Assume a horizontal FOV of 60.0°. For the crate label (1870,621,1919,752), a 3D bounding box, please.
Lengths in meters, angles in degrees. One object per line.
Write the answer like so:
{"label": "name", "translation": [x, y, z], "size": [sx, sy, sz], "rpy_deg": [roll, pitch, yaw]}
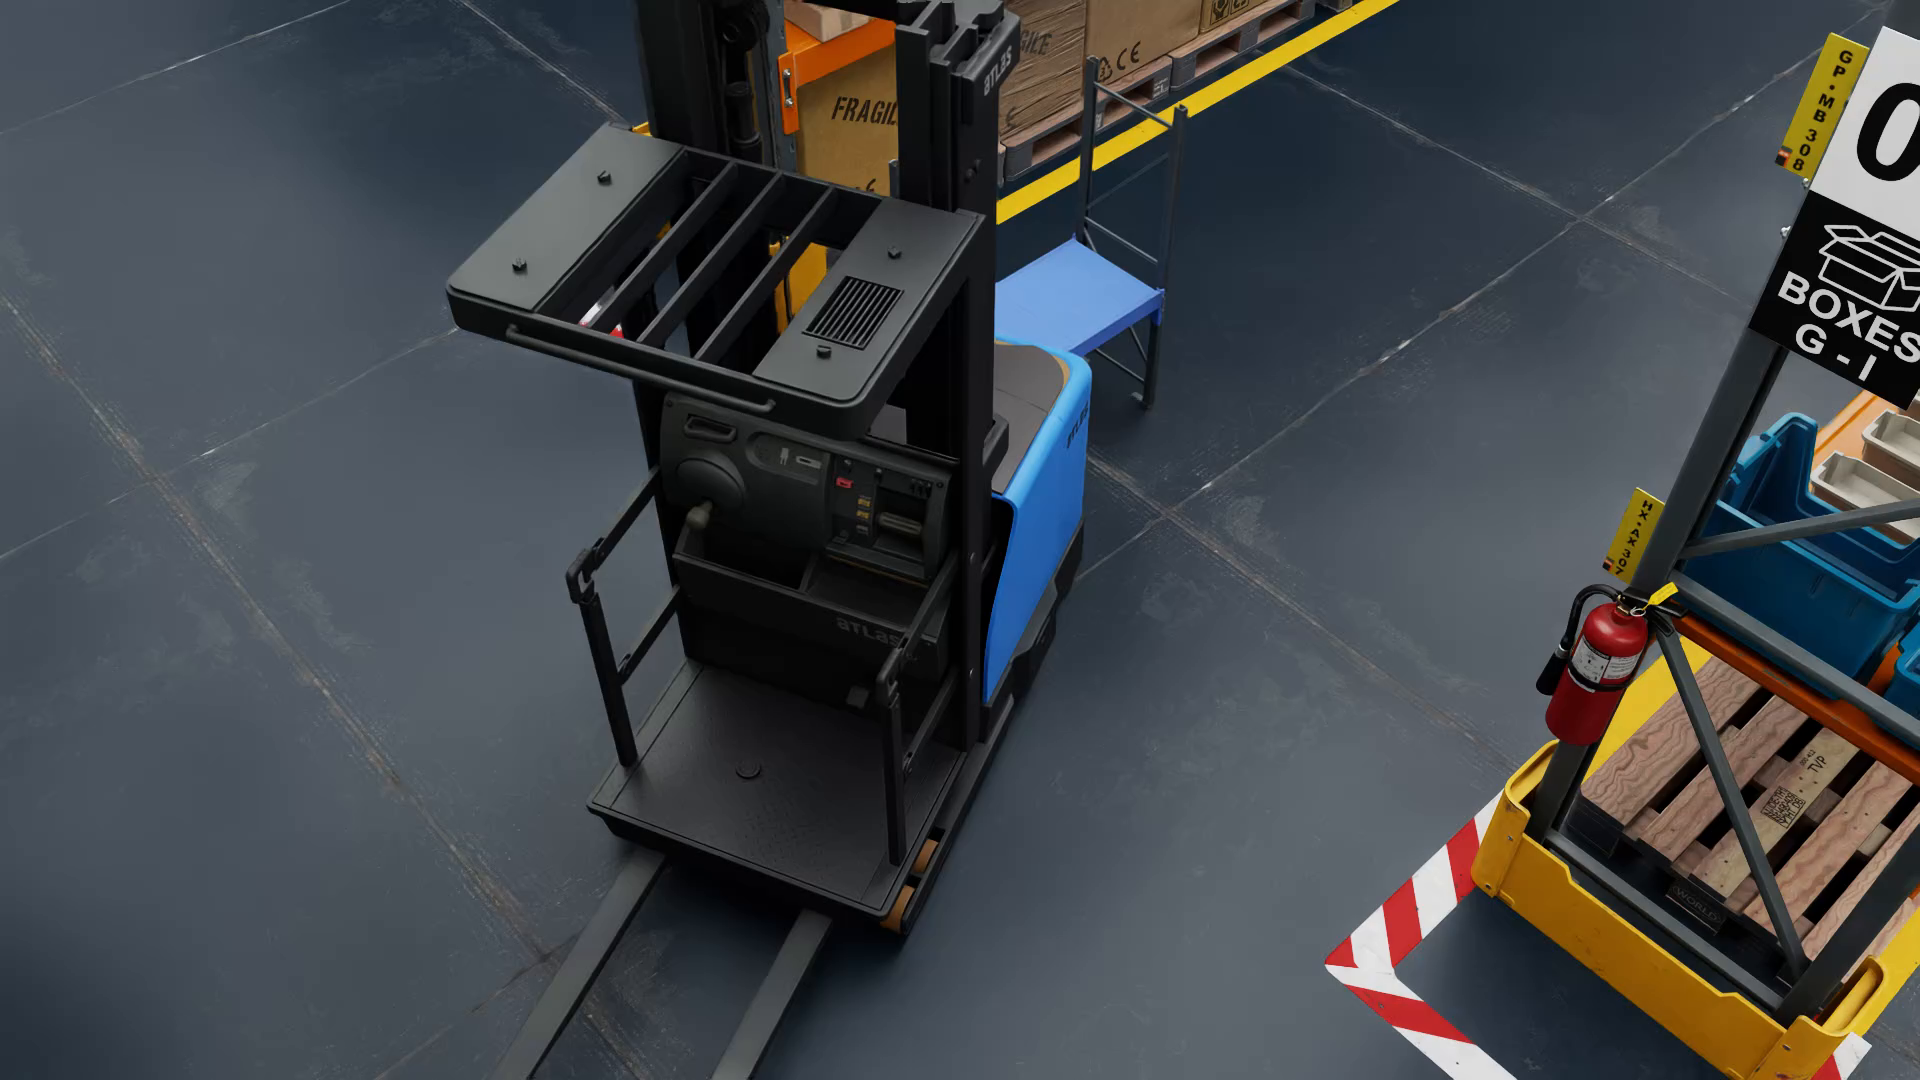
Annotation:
{"label": "crate label", "translation": [2.654, 0.434, 4.382], "size": [0.303, 0.233, 0.416], "rpy_deg": [-34, 56, -27]}

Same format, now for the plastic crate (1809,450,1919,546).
{"label": "plastic crate", "translation": [2.731, -0.092, 4.932], "size": [0.243, 0.136, 0.396], "rpy_deg": [-34, 56, -27]}

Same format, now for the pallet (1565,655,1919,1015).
{"label": "pallet", "translation": [2.886, 0.900, 5.776], "size": [1.213, 0.211, 1.003], "rpy_deg": [-34, 56, -27]}

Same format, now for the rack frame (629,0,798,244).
{"label": "rack frame", "translation": [-1.082, -2.353, 6.880], "size": [0.127, 3.000, 1.000], "rpy_deg": [-34, 56, -27]}

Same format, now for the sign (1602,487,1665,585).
{"label": "sign", "translation": [1.868, -0.006, 4.603], "size": [0.005, 0.325, 0.100], "rpy_deg": [-34, 56, -27]}

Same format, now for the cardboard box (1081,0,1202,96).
{"label": "cardboard box", "translation": [0.669, -3.024, 8.660], "size": [0.875, 0.875, 0.875], "rpy_deg": [-34, 56, -27]}

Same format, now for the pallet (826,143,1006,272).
{"label": "pallet", "translation": [-0.543, -1.845, 8.309], "size": [1.213, 0.211, 1.003], "rpy_deg": [-34, 56, -27]}

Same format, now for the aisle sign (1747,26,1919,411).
{"label": "aisle sign", "translation": [1.999, -0.665, 3.553], "size": [0.004, 0.787, 0.394], "rpy_deg": [-34, 56, -27]}

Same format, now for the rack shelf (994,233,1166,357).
{"label": "rack shelf", "translation": [0.297, -0.852, 6.761], "size": [1.000, 0.185, 0.538], "rpy_deg": [-34, 56, -27]}

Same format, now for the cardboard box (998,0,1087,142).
{"label": "cardboard box", "translation": [0.011, -2.584, 8.254], "size": [0.875, 0.875, 0.875], "rpy_deg": [-34, 56, -27]}

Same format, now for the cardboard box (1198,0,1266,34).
{"label": "cardboard box", "translation": [1.335, -3.469, 9.070], "size": [0.875, 0.875, 0.875], "rpy_deg": [-34, 56, -27]}

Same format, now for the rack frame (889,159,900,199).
{"label": "rack frame", "translation": [-0.075, -0.720, 6.394], "size": [0.032, 1.500, 0.500], "rpy_deg": [-34, 56, -27]}

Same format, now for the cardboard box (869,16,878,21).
{"label": "cardboard box", "translation": [-0.409, -2.391, 7.086], "size": [0.250, 0.149, 0.380], "rpy_deg": [-35, 56, -28]}

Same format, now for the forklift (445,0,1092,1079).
{"label": "forklift", "translation": [-0.552, -0.051, 4.803], "size": [1.130, 2.935, 3.031], "rpy_deg": [17, 50, 15]}

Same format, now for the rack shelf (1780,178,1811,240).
{"label": "rack shelf", "translation": [3.729, -1.421, 4.469], "size": [4.000, 0.370, 1.077], "rpy_deg": [-34, 56, -27]}

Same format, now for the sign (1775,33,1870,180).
{"label": "sign", "translation": [1.868, -0.932, 3.599], "size": [0.005, 0.325, 0.100], "rpy_deg": [-34, 56, -27]}

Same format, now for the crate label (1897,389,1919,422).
{"label": "crate label", "translation": [3.145, -0.378, 5.197], "size": [0.243, 0.136, 0.396], "rpy_deg": [-34, 56, -27]}

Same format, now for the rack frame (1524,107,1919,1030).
{"label": "rack frame", "translation": [2.250, 0.341, 4.395], "size": [0.127, 3.000, 1.000], "rpy_deg": [-34, 56, -27]}

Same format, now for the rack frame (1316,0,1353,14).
{"label": "rack frame", "translation": [1.877, -4.330, 8.705], "size": [0.127, 3.000, 1.000], "rpy_deg": [-34, 56, -27]}

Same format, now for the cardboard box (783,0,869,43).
{"label": "cardboard box", "translation": [-0.598, -2.263, 6.968], "size": [0.250, 0.149, 0.380], "rpy_deg": [-33, 55, -27]}

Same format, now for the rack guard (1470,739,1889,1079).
{"label": "rack guard", "translation": [2.241, 1.207, 5.296], "size": [0.348, 0.500, 1.175], "rpy_deg": [-34, 56, -27]}

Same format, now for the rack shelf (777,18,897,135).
{"label": "rack shelf", "translation": [0.397, -3.097, 8.057], "size": [4.000, 0.370, 1.077], "rpy_deg": [-34, 56, -27]}

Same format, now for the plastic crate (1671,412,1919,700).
{"label": "plastic crate", "translation": [2.372, 0.041, 4.606], "size": [0.499, 0.435, 0.616], "rpy_deg": [-34, 56, -27]}

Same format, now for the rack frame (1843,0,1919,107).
{"label": "rack frame", "translation": [2.250, -1.694, 2.190], "size": [0.127, 3.000, 1.000], "rpy_deg": [-34, 56, -27]}

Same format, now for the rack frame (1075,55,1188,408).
{"label": "rack frame", "translation": [0.670, -1.228, 6.863], "size": [0.032, 1.500, 0.500], "rpy_deg": [-34, 56, -27]}

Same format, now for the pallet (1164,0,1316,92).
{"label": "pallet", "translation": [1.262, -3.051, 9.422], "size": [1.213, 0.211, 1.003], "rpy_deg": [-34, 56, -27]}

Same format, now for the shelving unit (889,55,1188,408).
{"label": "shelving unit", "translation": [0.297, -0.974, 6.628], "size": [1.048, 1.500, 0.538], "rpy_deg": [-34, 56, -27]}

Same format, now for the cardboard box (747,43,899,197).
{"label": "cardboard box", "translation": [-0.663, -2.134, 7.838], "size": [0.875, 0.875, 0.875], "rpy_deg": [-34, 56, -27]}

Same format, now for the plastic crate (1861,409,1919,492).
{"label": "plastic crate", "translation": [2.955, -0.227, 5.057], "size": [0.243, 0.136, 0.396], "rpy_deg": [-34, 56, -27]}

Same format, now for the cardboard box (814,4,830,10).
{"label": "cardboard box", "translation": [-0.546, -2.493, 6.909], "size": [0.500, 0.250, 0.500], "rpy_deg": [-35, 56, -28]}

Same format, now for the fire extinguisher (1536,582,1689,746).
{"label": "fire extinguisher", "translation": [1.832, 0.321, 4.719], "size": [0.183, 0.674, 0.296], "rpy_deg": [-34, 56, -27]}

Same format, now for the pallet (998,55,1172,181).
{"label": "pallet", "translation": [0.359, -2.445, 8.862], "size": [1.213, 0.211, 1.003], "rpy_deg": [-34, 56, -27]}

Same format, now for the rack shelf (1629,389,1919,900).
{"label": "rack shelf", "translation": [3.729, -0.404, 5.571], "size": [4.000, 0.370, 1.077], "rpy_deg": [-34, 56, -27]}

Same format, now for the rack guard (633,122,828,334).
{"label": "rack guard", "translation": [-1.100, -1.493, 7.787], "size": [0.348, 0.500, 1.175], "rpy_deg": [-34, 56, -27]}
